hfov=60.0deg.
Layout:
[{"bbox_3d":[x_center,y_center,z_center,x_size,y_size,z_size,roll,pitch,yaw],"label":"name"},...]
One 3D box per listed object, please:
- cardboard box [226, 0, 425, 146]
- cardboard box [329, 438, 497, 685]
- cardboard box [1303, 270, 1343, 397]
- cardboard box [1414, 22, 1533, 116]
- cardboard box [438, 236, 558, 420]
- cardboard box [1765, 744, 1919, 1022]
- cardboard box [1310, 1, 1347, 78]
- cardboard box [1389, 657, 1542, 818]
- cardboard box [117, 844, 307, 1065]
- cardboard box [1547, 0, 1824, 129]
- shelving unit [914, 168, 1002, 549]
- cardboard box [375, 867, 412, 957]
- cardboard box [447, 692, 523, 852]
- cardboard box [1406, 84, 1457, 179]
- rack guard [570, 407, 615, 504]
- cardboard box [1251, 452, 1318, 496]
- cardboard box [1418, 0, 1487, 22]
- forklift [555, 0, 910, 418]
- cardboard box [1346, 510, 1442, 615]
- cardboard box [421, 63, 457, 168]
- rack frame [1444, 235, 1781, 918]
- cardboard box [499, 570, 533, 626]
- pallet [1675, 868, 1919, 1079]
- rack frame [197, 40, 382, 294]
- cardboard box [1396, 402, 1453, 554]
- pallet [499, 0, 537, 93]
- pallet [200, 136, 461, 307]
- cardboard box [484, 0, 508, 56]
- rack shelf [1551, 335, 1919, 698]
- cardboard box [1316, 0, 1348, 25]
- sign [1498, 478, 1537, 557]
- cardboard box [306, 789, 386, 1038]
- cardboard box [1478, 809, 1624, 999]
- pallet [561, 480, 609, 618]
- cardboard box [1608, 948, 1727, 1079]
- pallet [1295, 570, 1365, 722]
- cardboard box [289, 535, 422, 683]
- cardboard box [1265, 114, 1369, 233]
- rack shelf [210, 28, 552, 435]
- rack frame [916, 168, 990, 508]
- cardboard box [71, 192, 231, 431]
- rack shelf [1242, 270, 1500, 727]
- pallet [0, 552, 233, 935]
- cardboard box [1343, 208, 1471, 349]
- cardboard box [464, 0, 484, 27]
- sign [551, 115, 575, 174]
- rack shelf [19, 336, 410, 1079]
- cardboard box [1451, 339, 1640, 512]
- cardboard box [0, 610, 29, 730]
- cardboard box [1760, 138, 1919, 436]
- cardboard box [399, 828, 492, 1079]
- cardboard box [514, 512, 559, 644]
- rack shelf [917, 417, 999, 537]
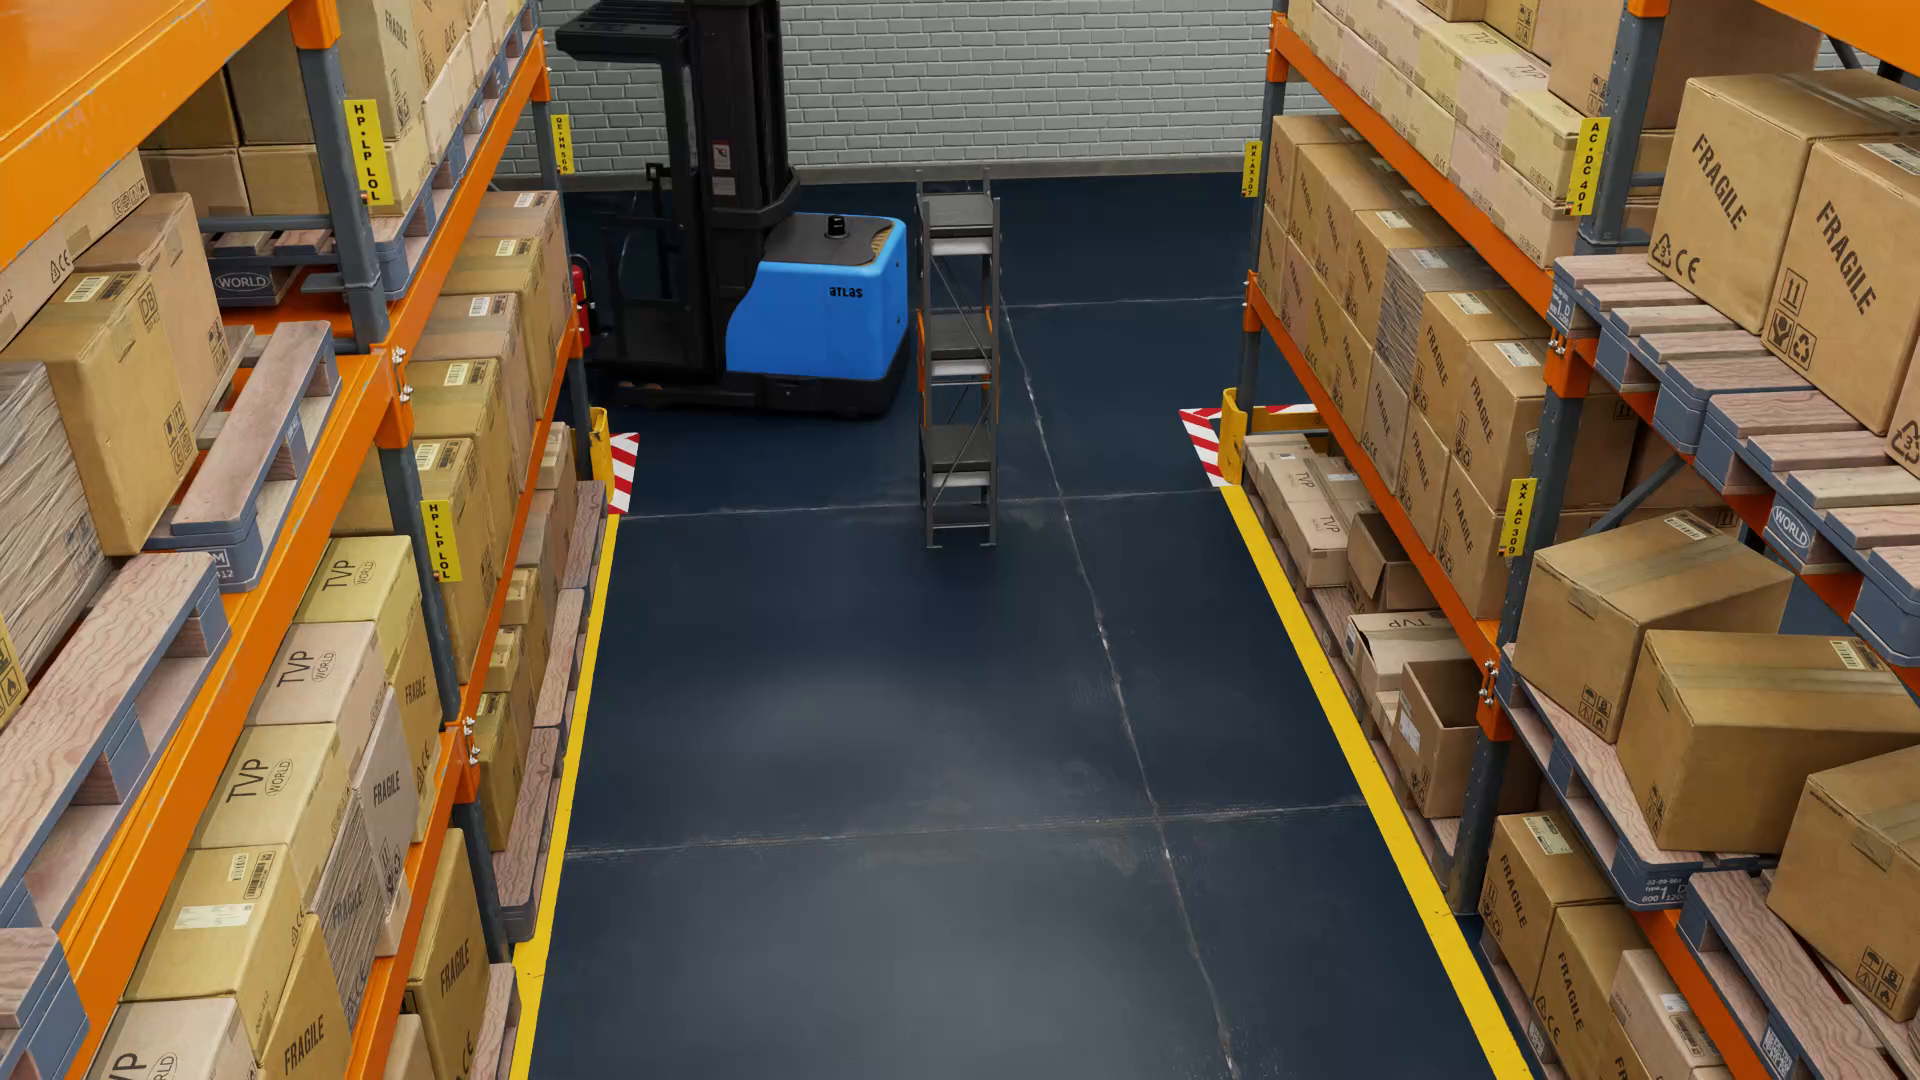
[{"bbox_3d":[-2.127,-1.646,5.563,0.500,0.500,0.500,-3,31,-5],"label":"cardboard box"},{"bbox_3d":[-2.374,0.093,6.376,0.980,0.700,0.700,-2,31,-4],"label":"cardboard box"},{"bbox_3d":[2.095,-1.066,8.512,0.500,0.500,0.500,-3,31,-5],"label":"cardboard box"},{"bbox_3d":[2.188,-1.923,6.779,0.500,0.250,0.500,-3,31,-5],"label":"cardboard box"},{"bbox_3d":[-2.577,-1.040,8.274,0.980,0.700,0.700,-3,31,-5],"label":"cardboard box"},{"bbox_3d":[2.818,0.937,4.750,0.700,0.500,0.500,-11,32,-17],"label":"cardboard box"},{"bbox_3d":[2.047,-2.475,8.189,0.500,0.250,0.500,-3,31,-5],"label":"cardboard box"},{"bbox_3d":[2.256,0.868,7.381,0.500,0.500,0.500,-3,31,-5],"label":"cardboard box"},{"bbox_3d":[-1.907,1.007,4.001,0.500,0.250,0.500,-3,31,-6],"label":"cardboard box"},{"bbox_3d":[2.508,-1.746,5.750,0.700,0.500,0.500,-3,31,-5],"label":"cardboard box"},{"bbox_3d":[-0.015,-0.986,9.353,0.431,2.100,0.503,-3,31,-5],"label":"shelving unit"},{"bbox_3d":[-1.917,1.152,5.121,0.380,0.149,0.250,-3,31,-5],"label":"cardboard box"},{"bbox_3d":[-2.308,1.006,7.169,0.700,0.500,0.500,-2,31,-4],"label":"cardboard box"},{"bbox_3d":[2.190,-1.709,6.907,0.500,0.250,0.500,-3,31,-5],"label":"cardboard box"},{"bbox_3d":[-2.716,-0.481,10.068,1.175,0.500,0.348,-3,31,-5],"label":"rack guard"},{"bbox_3d":[1.939,-0.396,9.822,0.380,0.166,0.250,-3,31,-5],"label":"cardboard box"},{"bbox_3d":[2.352,-2.511,7.031,0.700,0.500,0.500,-3,31,-5],"label":"cardboard box"},{"bbox_3d":[-1.915,-2.409,10.924,3.031,2.935,1.130,5,31,8],"label":"forklift"},{"bbox_3d":[2.411,0.185,8.521,0.797,0.503,0.637,-3,31,-5],"label":"cardboard box"},{"bbox_3d":[-2.175,-1.573,6.172,0.500,0.250,0.500,-3,31,-6],"label":"cardboard box"},{"bbox_3d":[2.592,0.261,6.388,1.000,3.000,0.127,-3,31,-5],"label":"rack frame"},{"bbox_3d":[-2.207,0.277,7.756,0.380,0.149,0.250,-4,31,-6],"label":"cardboard box"},{"bbox_3d":[2.779,1.393,4.681,1.003,0.211,1.213,-3,31,-5],"label":"pallet"},{"bbox_3d":[-2.340,-2.076,4.450,1.000,3.000,0.127,-3,31,-5],"label":"rack frame"},{"bbox_3d":[2.240,-0.288,7.210,0.500,0.500,0.500,-2,31,-3],"label":"cardboard box"},{"bbox_3d":[-2.634,-2.414,8.027,1.003,0.211,1.213,-3,31,-5],"label":"pallet"},{"bbox_3d":[-2.406,-1.168,5.942,1.003,0.211,1.213,-3,31,-5],"label":"pallet"},{"bbox_3d":[-2.331,-2.362,7.493,0.500,0.250,0.500,-4,31,-6],"label":"cardboard box"},{"bbox_3d":[2.779,0.303,4.094,1.077,0.370,4.000,-3,31,-5],"label":"rack shelf"},{"bbox_3d":[2.047,-2.689,8.061,0.500,0.250,0.500,-3,31,-5],"label":"cardboard box"},{"bbox_3d":[2.052,-0.081,6.116,0.100,0.325,0.005,-3,31,-5],"label":"sign"},{"bbox_3d":[-1.950,1.061,4.641,0.500,0.500,0.500,-3,31,-4],"label":"cardboard box"},{"bbox_3d":[2.395,1.404,6.484,0.500,0.500,0.500,-4,31,-7],"label":"cardboard box"},{"bbox_3d":[-2.561,0.059,9.445,1.003,0.211,1.213,-3,31,-5],"label":"pallet"},{"bbox_3d":[2.488,1.592,5.437,0.500,0.250,0.500,-3,31,-4],"label":"cardboard box"},{"bbox_3d":[2.412,0.483,8.736,1.003,0.211,1.213,-3,31,-5],"label":"pallet"},{"bbox_3d":[-2.041,0.225,5.310,0.500,0.250,0.500,-2,31,-3],"label":"cardboard box"},{"bbox_3d":[1.997,-2.015,9.125,0.500,0.500,0.500,-2,31,-3],"label":"cardboard box"},{"bbox_3d":[-2.527,-1.500,7.113,1.077,0.370,4.000,-3,31,-5],"label":"rack shelf"},{"bbox_3d":[-0.038,-1.111,9.562,0.400,2.100,0.015,-3,31,-5],"label":"rack frame"},{"bbox_3d":[-2.367,-0.565,4.319,0.700,0.500,0.500,-4,31,-7],"label":"cardboard box"},{"bbox_3d":[2.405,-0.452,8.282,1.077,0.370,4.000,-3,31,-5],"label":"rack shelf"},{"bbox_3d":[-2.186,0.438,3.350,1.003,0.211,1.213,-1,31,-2],"label":"pallet"},{"bbox_3d":[2.144,-1.233,7.817,0.500,0.500,0.500,-3,31,-5],"label":"cardboard box"},{"bbox_3d":[-2.280,-2.428,6.873,0.500,0.500,0.500,-4,31,-7],"label":"cardboard box"},{"bbox_3d":[-2.172,-2.160,9.081,0.100,0.325,0.005,-3,31,-5],"label":"sign"},{"bbox_3d":[-2.153,0.542,3.694,1.077,0.370,4.000,-3,31,-5],"label":"rack shelf"},{"bbox_3d":[2.287,-0.457,6.518,0.500,0.500,0.500,-3,31,-4],"label":"cardboard box"},{"bbox_3d":[-2.209,0.227,2.994,0.700,0.500,0.500,-1,31,-2],"label":"cardboard box"},{"bbox_3d":[2.651,-0.692,4.454,0.600,0.600,0.600,-3,31,-5],"label":"cardboard box"},{"bbox_3d":[-2.150,1.568,5.886,0.750,0.750,0.750,-2,31,-4],"label":"cardboard box"},{"bbox_3d":[-2.454,0.215,8.492,0.700,0.500,0.500,-4,31,-6],"label":"cardboard box"},{"bbox_3d":[-0.015,-0.373,9.719,0.431,0.518,0.480,-3,31,-5],"label":"rack shelf"}]
